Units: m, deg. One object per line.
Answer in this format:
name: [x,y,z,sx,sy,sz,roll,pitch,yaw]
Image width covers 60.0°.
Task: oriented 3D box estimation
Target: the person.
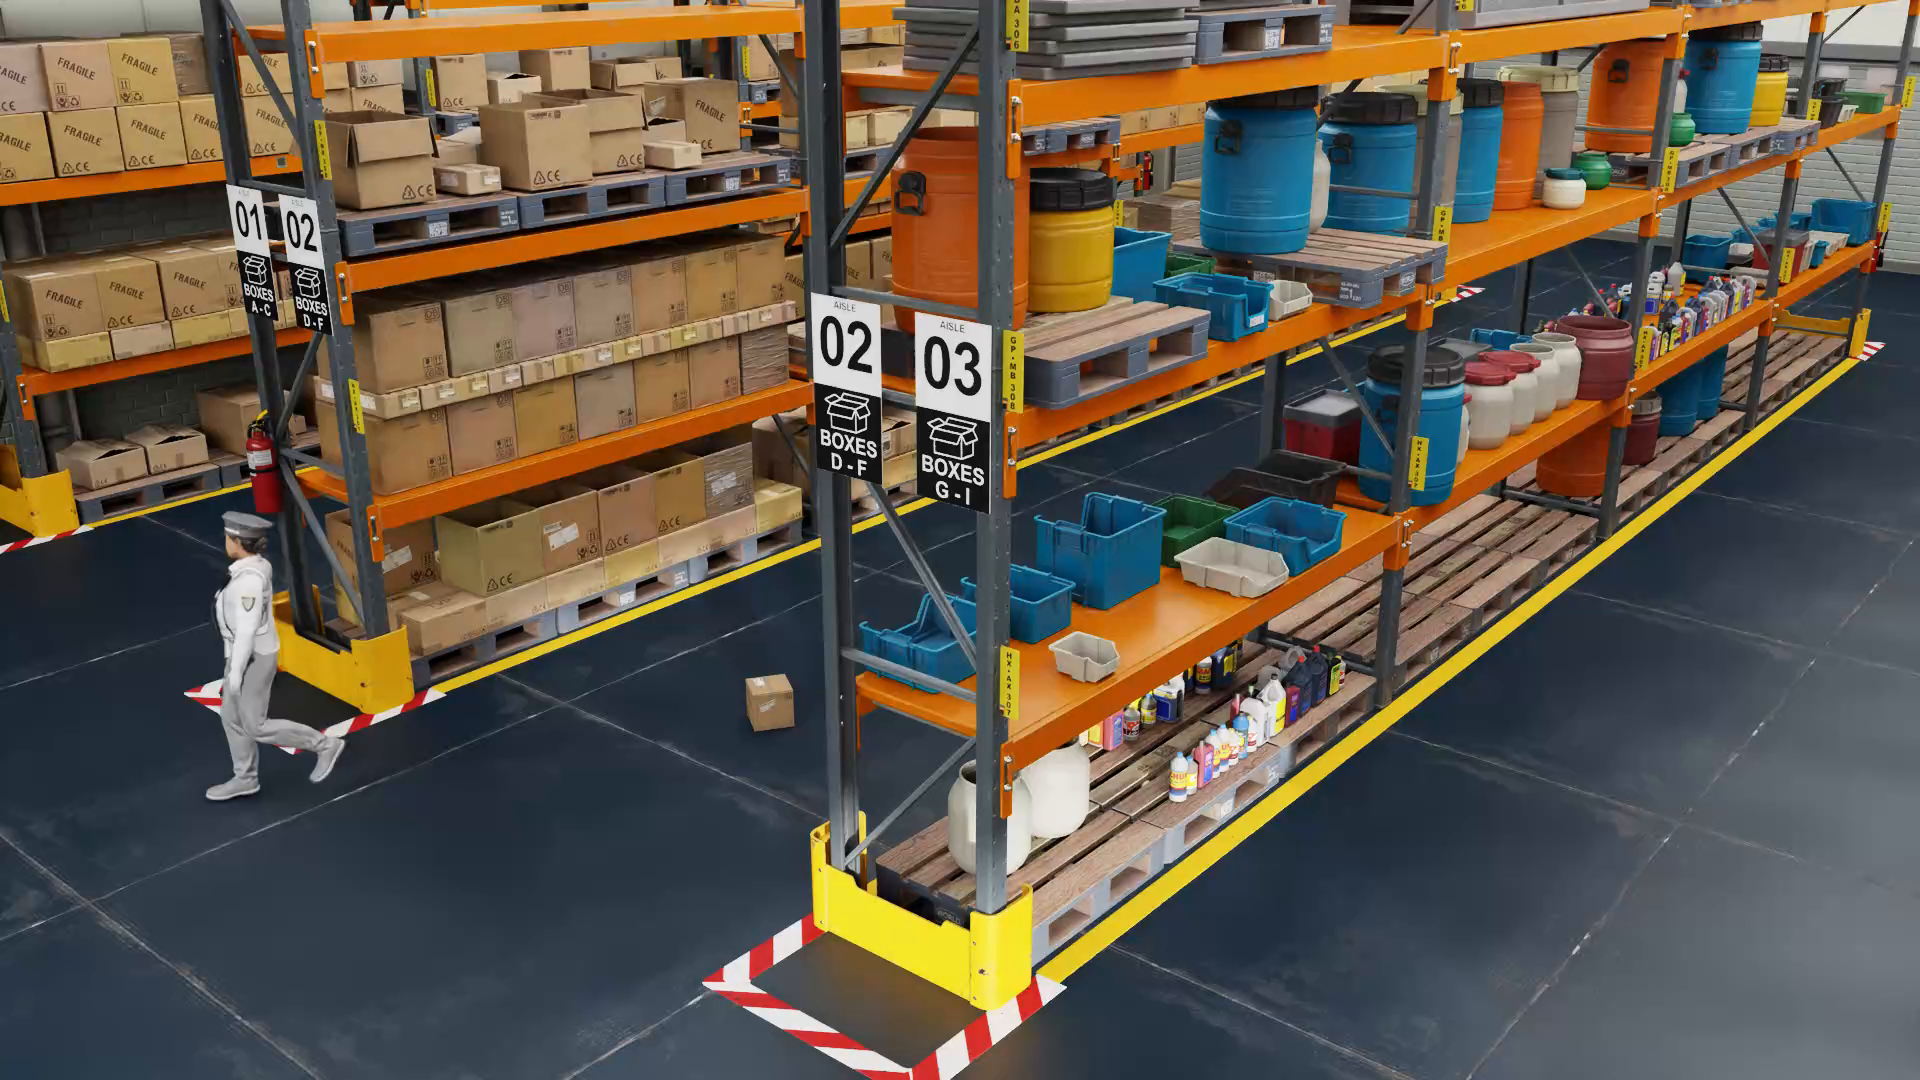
person: [-3.929,0.650,9.306,0.763,1.640,0.495,-7,21,-17]
